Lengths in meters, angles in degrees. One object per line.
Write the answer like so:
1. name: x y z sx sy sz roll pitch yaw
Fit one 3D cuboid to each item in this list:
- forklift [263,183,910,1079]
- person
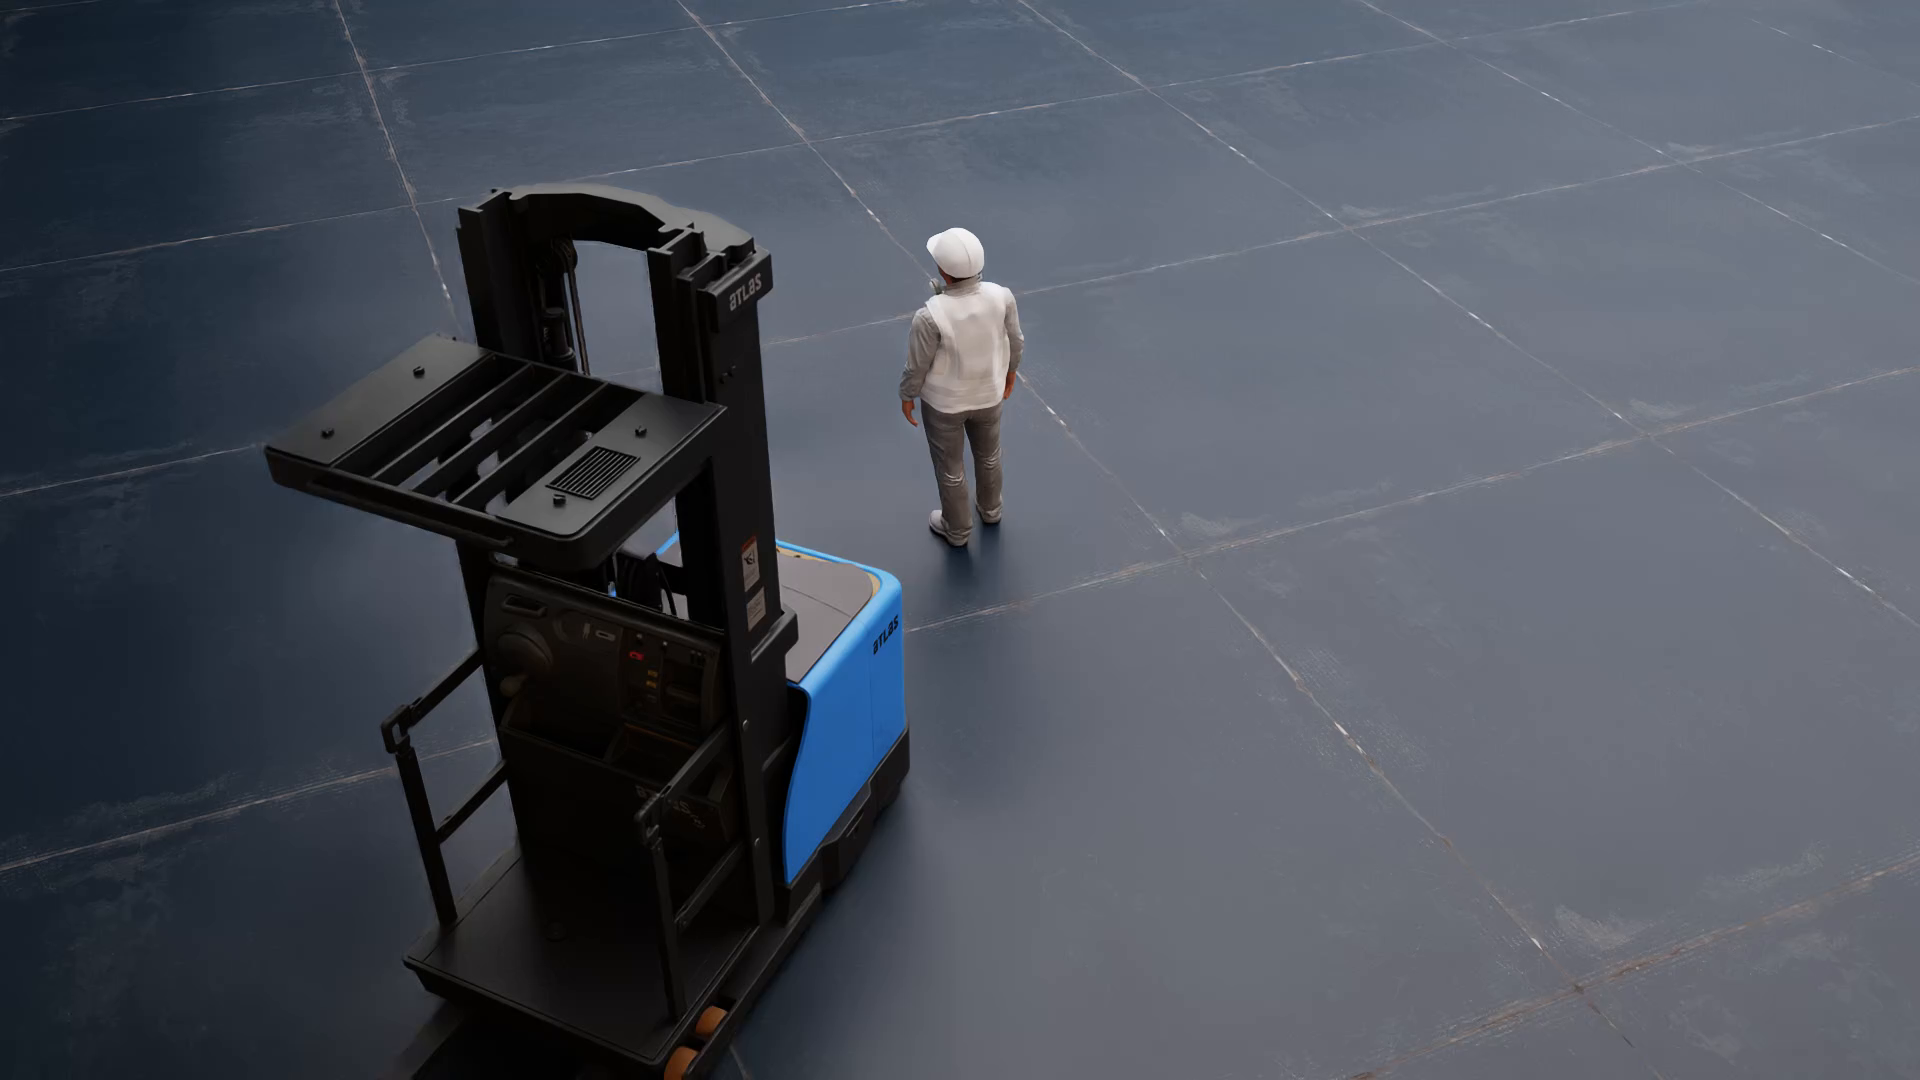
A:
1. forklift: -1.301 0.471 5.437 1.130 2.935 3.031 15 38 20
2. person: -0.018 -0.764 8.159 0.634 1.775 0.566 -14 38 -19
